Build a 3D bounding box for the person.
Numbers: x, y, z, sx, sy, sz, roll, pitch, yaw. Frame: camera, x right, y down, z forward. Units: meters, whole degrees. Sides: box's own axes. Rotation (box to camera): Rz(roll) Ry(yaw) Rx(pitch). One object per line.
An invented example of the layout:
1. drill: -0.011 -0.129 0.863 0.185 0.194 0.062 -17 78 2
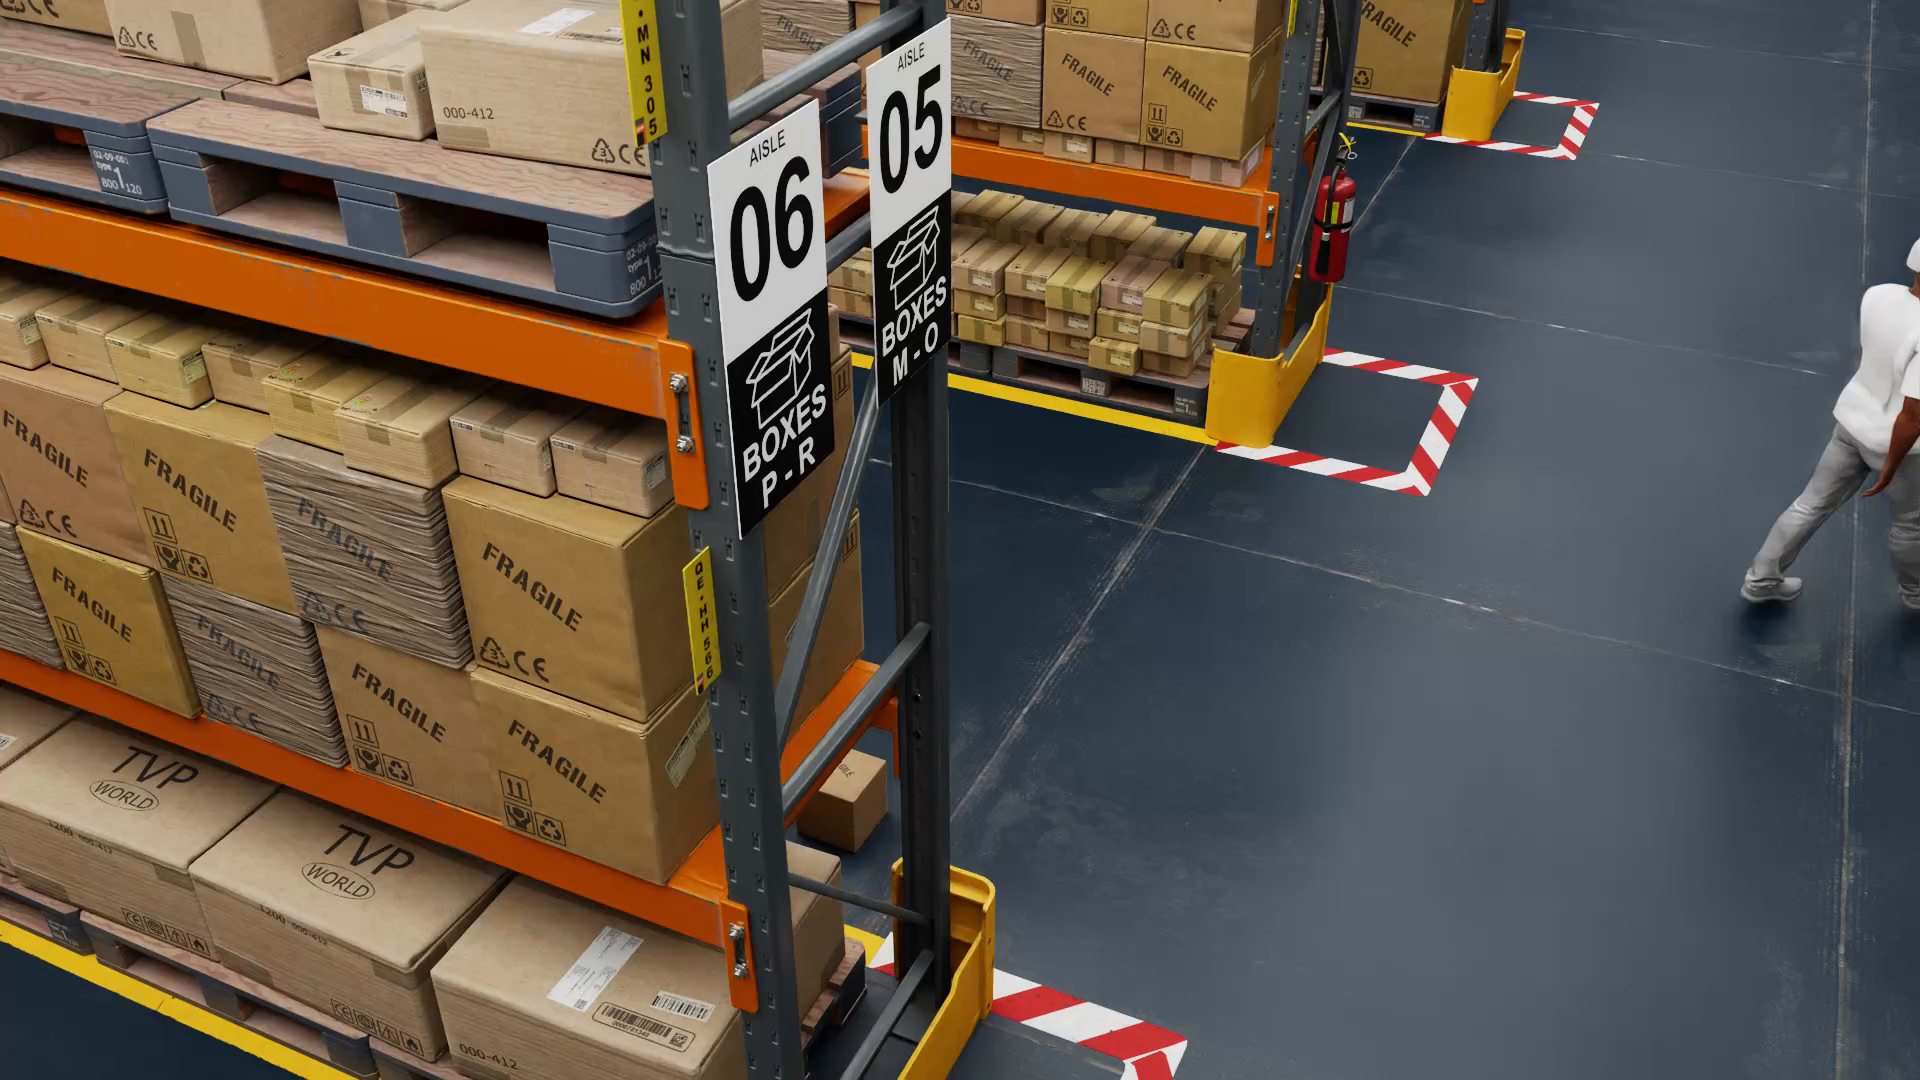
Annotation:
1. person: 3.876 -0.475 6.800 0.990 1.712 0.589 -5 34 -8
